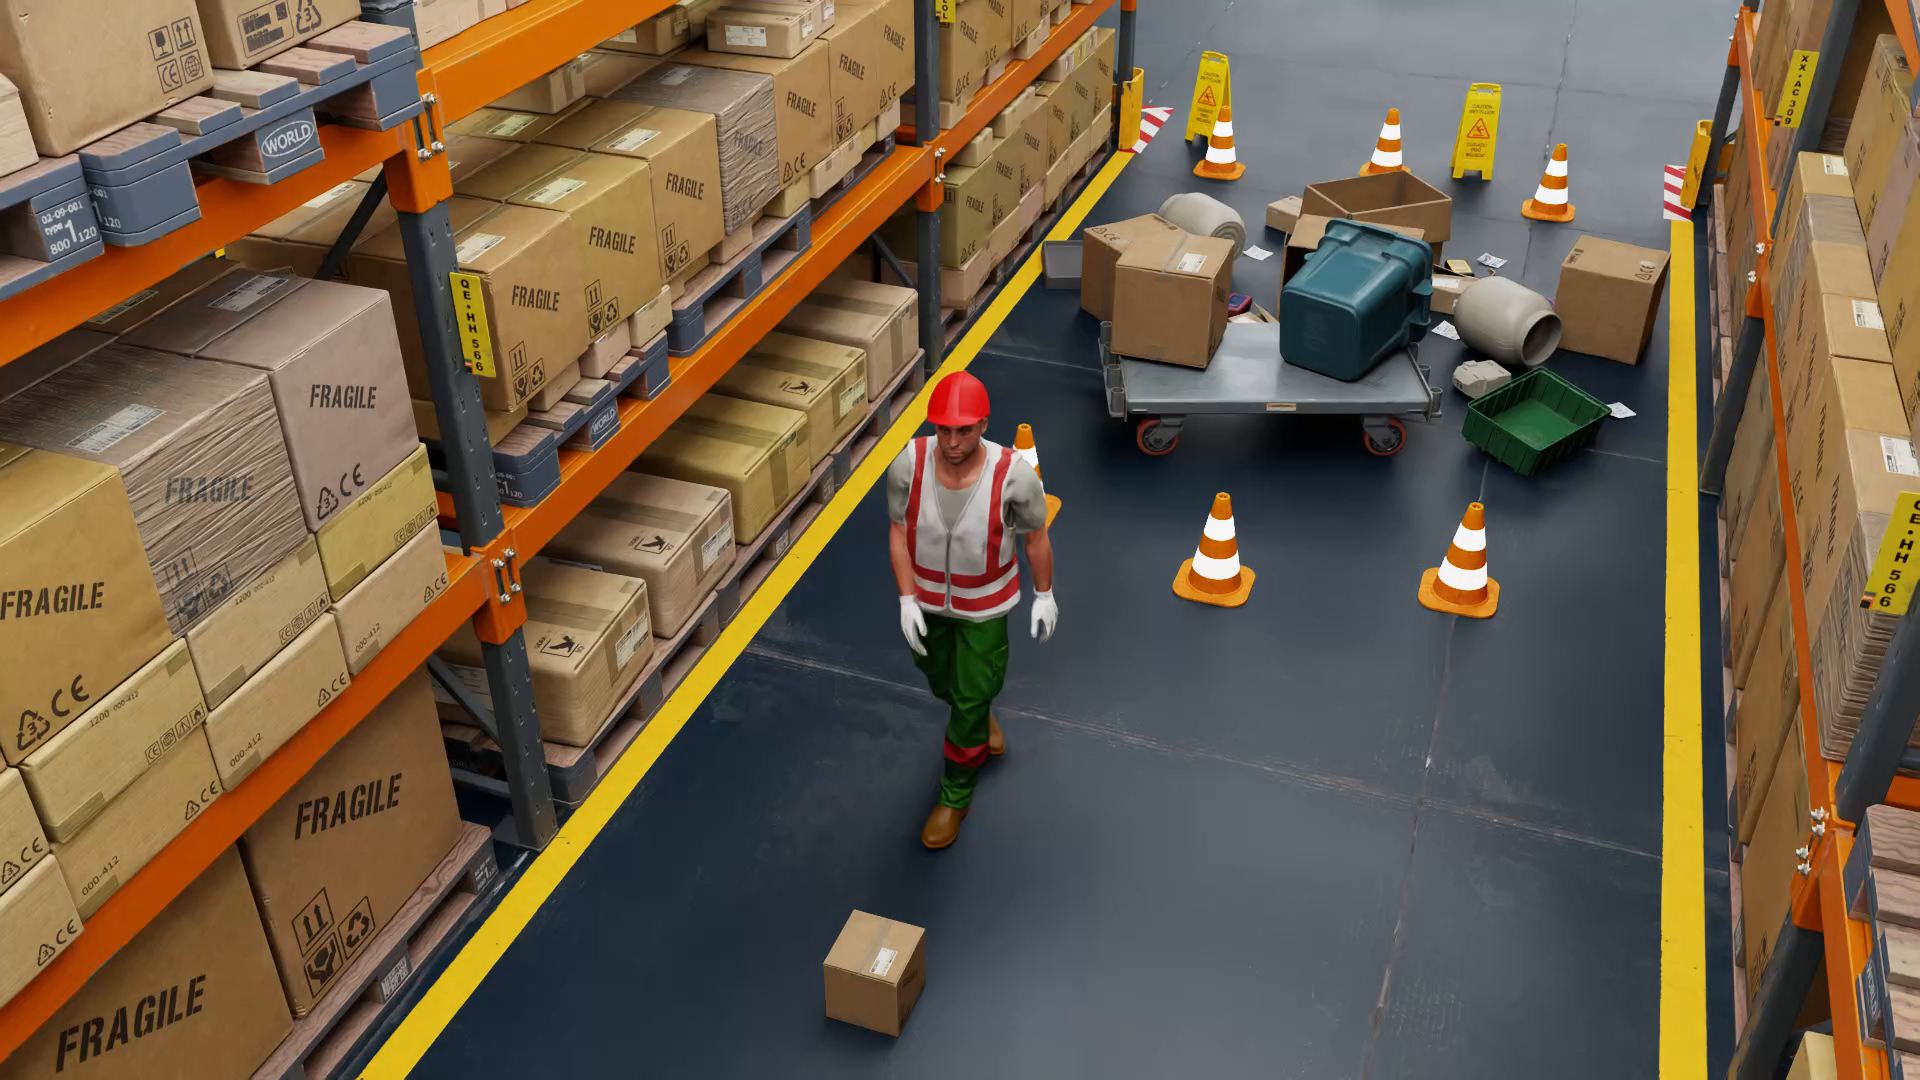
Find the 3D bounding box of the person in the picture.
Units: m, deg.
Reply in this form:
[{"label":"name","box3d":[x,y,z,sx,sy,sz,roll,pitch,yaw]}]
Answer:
[{"label":"person","box3d":[0.047,0.199,5.808,0.580,1.784,0.760,11,34,16]}]
